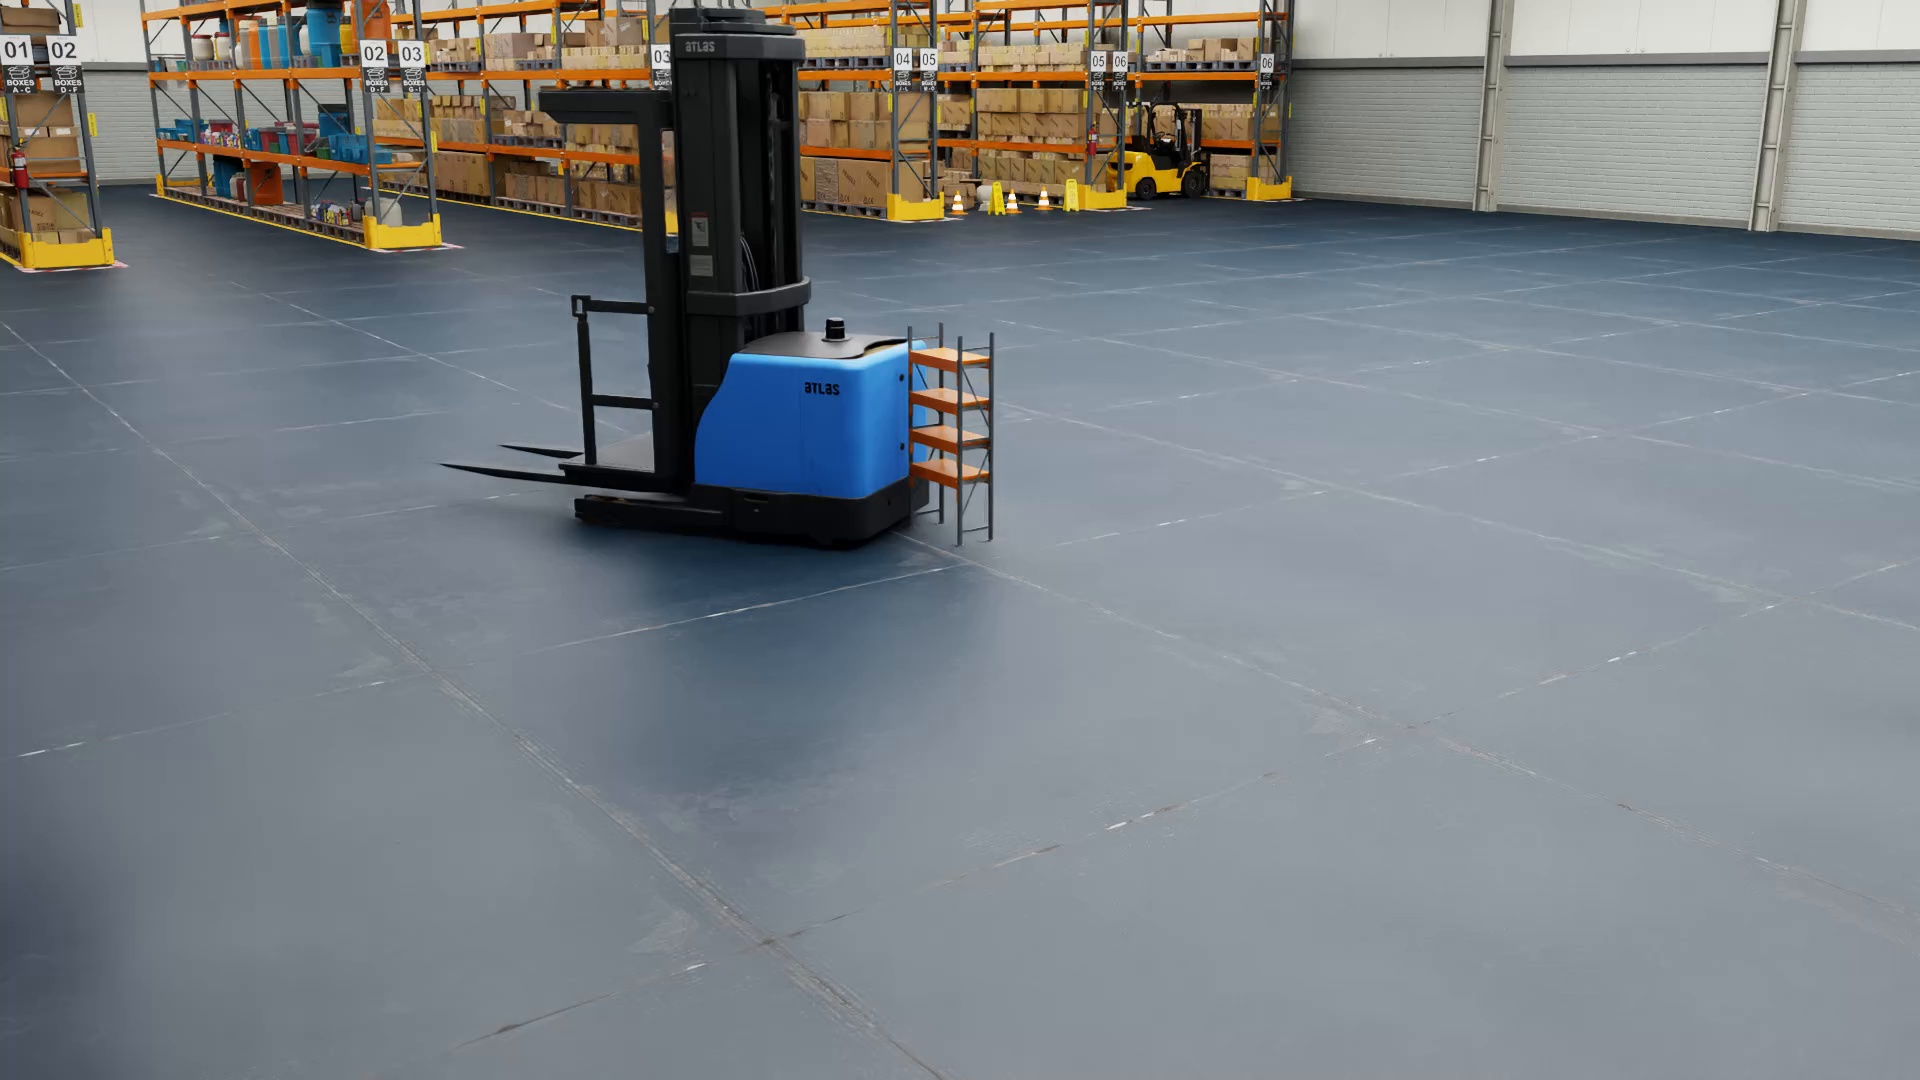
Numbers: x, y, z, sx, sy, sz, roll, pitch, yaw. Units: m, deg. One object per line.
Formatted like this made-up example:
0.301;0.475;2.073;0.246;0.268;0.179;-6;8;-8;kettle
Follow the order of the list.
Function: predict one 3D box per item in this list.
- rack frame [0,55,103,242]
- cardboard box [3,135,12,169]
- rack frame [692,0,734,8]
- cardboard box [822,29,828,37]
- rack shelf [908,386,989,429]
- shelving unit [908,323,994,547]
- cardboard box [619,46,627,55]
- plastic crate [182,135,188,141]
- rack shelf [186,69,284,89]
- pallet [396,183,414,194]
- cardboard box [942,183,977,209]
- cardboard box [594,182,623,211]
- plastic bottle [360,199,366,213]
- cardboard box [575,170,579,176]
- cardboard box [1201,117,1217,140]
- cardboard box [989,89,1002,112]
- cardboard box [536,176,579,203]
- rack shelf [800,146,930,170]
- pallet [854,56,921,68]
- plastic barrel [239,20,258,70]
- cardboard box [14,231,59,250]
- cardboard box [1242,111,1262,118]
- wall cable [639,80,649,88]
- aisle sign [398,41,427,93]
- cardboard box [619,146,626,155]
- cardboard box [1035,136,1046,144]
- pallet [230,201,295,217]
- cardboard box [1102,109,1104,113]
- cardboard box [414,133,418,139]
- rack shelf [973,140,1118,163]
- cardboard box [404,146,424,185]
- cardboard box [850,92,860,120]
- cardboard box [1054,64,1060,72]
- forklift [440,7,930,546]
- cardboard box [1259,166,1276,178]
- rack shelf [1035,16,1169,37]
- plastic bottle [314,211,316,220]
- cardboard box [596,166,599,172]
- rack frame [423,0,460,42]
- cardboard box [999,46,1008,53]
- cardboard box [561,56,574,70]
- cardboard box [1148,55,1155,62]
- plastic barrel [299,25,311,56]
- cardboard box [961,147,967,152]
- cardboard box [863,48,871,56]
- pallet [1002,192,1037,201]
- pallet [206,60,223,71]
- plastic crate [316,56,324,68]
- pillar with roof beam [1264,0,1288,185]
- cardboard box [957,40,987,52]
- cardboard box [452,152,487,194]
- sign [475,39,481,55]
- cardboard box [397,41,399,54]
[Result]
-12.966;-5.448;23.797;1.000;3.000;0.127;-11;19;-35;rack frame
-14.142;-5.928;25.362;0.700;0.500;0.500;-10;18;-33;cardboard box
-5.583;-12.335;37.596;1.000;3.000;0.127;-11;19;-35;rack frame
-2.542;-10.146;33.262;0.380;0.149;0.250;-11;19;-35;cardboard box
-0.055;-0.760;9.489;0.258;0.148;0.480;-11;19;-34;rack shelf
-0.055;-0.609;9.530;0.258;1.200;0.503;-11;19;-34;shelving unit
-5.841;-8.727;29.627;0.380;0.149;0.250;-11;19;-34;cardboard box
-16.888;-8.872;36.715;0.437;0.125;0.590;-11;19;-35;plastic crate
-14.836;-9.451;34.104;1.077;0.370;4.000;-11;19;-35;rack shelf
-13.111;-8.637;40.733;1.003;0.211;1.213;-11;19;-35;pallet
-0.015;-7.301;35.297;0.637;0.503;0.797;4;16;13;cardboard box
-6.756;-6.623;32.030;0.500;0.500;0.500;-5;16;-17;cardboard box
-10.584;-5.870;29.527;0.144;0.351;0.185;-12;19;-37;plastic bottle
-10.017;-9.772;44.202;0.380;0.149;0.250;-11;19;-35;cardboard box
5.978;-9.628;38.882;0.500;0.500;0.500;-11;19;-36;cardboard box
1.080;-9.811;37.092;0.700;0.500;0.500;-11;19;-34;cardboard box
-8.240;-7.204;34.115;0.700;0.500;0.500;-13;20;-39;cardboard box
-2.055;-7.813;33.802;1.077;0.370;4.000;-11;19;-35;rack shelf
-1.324;-9.293;32.335;1.003;0.211;1.213;-11;19;-35;pallet
-13.353;-9.403;31.619;0.600;0.901;0.600;0;15;0;plastic barrel
-13.520;-4.392;24.356;0.500;0.250;0.500;-11;19;-35;cardboard box
6.648;-9.685;37.863;0.380;0.149;0.250;-11;19;-34;cardboard box
-9.676;-13.645;51.763;0.585;1.953;0.123;-11;19;-35;wall cable
-8.677;-7.500;26.370;0.394;0.787;0.004;-11;19;-35;aisle sign
-6.033;-7.156;30.517;0.380;0.149;0.250;-11;19;-35;cardboard box
1.864;-8.710;36.194;0.380;0.149;0.250;-11;19;-35;cardboard box
-14.158;-6.741;33.805;1.003;0.211;1.213;-11;19;-35;pallet
3.713;-10.761;41.795;0.380;0.149;0.250;-11;19;-36;cardboard box
-12.602;-9.495;39.061;0.380;0.149;0.250;-10;18;-33;cardboard box
1.890;-8.603;36.688;1.077;0.370;4.000;-11;19;-35;rack shelf
-12.859;-9.070;40.262;0.875;0.875;0.875;-11;19;-35;cardboard box
-1.683;-8.655;33.186;0.875;0.550;0.550;-11;19;-35;cardboard box
2.233;-10.055;35.427;0.380;0.149;0.250;-11;19;-34;cardboard box
-1.754;-1.610;9.908;3.031;2.935;1.130;6;16;21;forklift
6.970;-8.544;38.577;0.500;0.250;0.500;-10;18;-34;cardboard box
3.551;-12.929;41.887;1.077;0.370;4.000;-11;19;-35;rack shelf
-11.356;-5.753;29.380;0.097;0.201;0.097;0;15;0;plastic bottle
-9.215;-9.638;43.151;0.380;0.149;0.250;-10;18;-32;cardboard box
-12.006;-12.440;37.983;1.000;3.000;0.127;-11;19;-35;rack frame
1.092;-10.800;36.637;0.380;0.149;0.250;-11;19;-35;cardboard box
-7.245;-9.077;31.661;0.500;0.250;0.500;-12;19;-37;cardboard box
4.745;-11.581;40.017;0.380;0.149;0.250;-10;18;-33;cardboard box
-11.214;-8.651;28.811;0.421;0.512;0.421;0;15;0;plastic barrel
0.244;-11.001;46.799;0.380;0.149;0.250;-11;19;-36;cardboard box
-1.648;-9.436;32.179;0.380;0.149;0.250;-11;19;-34;cardboard box
1.137;-7.894;38.018;1.003;0.211;1.213;-11;19;-35;pallet
-14.803;-9.740;34.155;1.003;0.211;1.213;-11;19;-35;pallet
-10.601;-8.035;27.971;0.336;0.188;0.450;-11;19;-35;plastic crate
3.916;-11.808;35.671;9.100;9.000;0.400;-11;19;-35;pillar with roof beam
0.270;-11.299;38.036;0.500;0.250;0.500;-10;18;-33;cardboard box
-10.561;-8.213;37.129;1.225;0.875;0.875;-11;19;-34;cardboard box
-10.108;-10.343;34.871;0.100;0.325;0.005;-11;19;-35;sign
-13.020;-11.700;39.784;0.700;0.500;0.500;-10;18;-32;cardboard box
